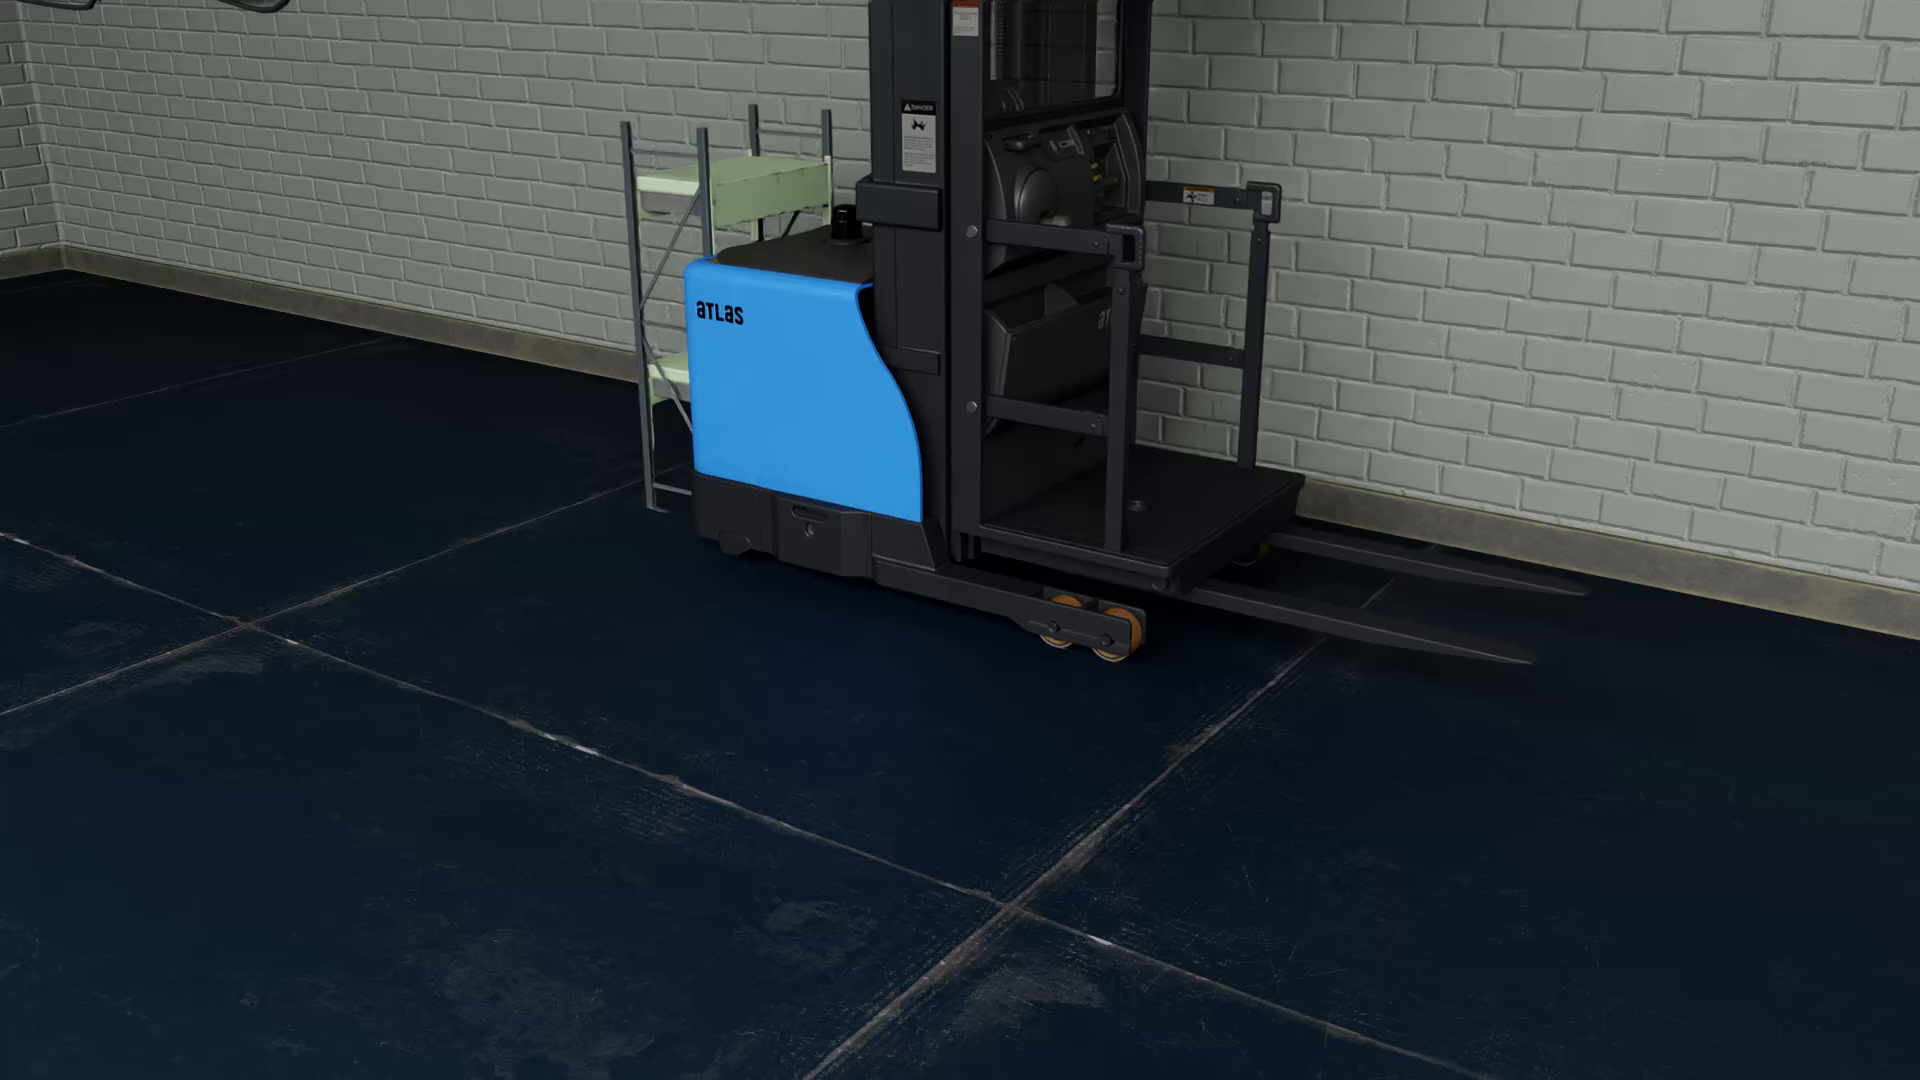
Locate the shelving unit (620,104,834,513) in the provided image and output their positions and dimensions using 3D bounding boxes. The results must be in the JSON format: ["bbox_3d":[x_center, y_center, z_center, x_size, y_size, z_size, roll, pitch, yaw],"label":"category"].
[{"bbox_3d":[-0.872,-0.900,6.537,0.431,1.500,0.755,13,24,30],"label":"shelving unit"}]

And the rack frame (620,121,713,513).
[{"bbox_3d":[-1.069,-0.793,6.248,0.400,1.500,0.023,13,24,30],"label":"rack frame"}]

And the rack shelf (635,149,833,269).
[{"bbox_3d":[-0.872,-1.266,6.402,0.431,0.370,0.720,13,24,30],"label":"rack shelf"}]

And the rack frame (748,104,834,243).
[{"bbox_3d":[-0.675,-1.007,6.827,0.400,1.500,0.023,13,24,30],"label":"rack frame"}]

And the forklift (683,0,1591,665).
[{"bbox_3d":[0.527,-1.202,5.289,3.031,2.935,1.130,13,24,31],"label":"forklift"}]

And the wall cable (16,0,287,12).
[{"bbox_3d":[-4.840,-4.302,9.401,3.097,2.526,0.112,13,24,32],"label":"wall cable"}]

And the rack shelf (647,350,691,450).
[{"bbox_3d":[-0.872,-0.595,6.651,0.431,0.370,0.720,13,24,30],"label":"rack shelf"}]
